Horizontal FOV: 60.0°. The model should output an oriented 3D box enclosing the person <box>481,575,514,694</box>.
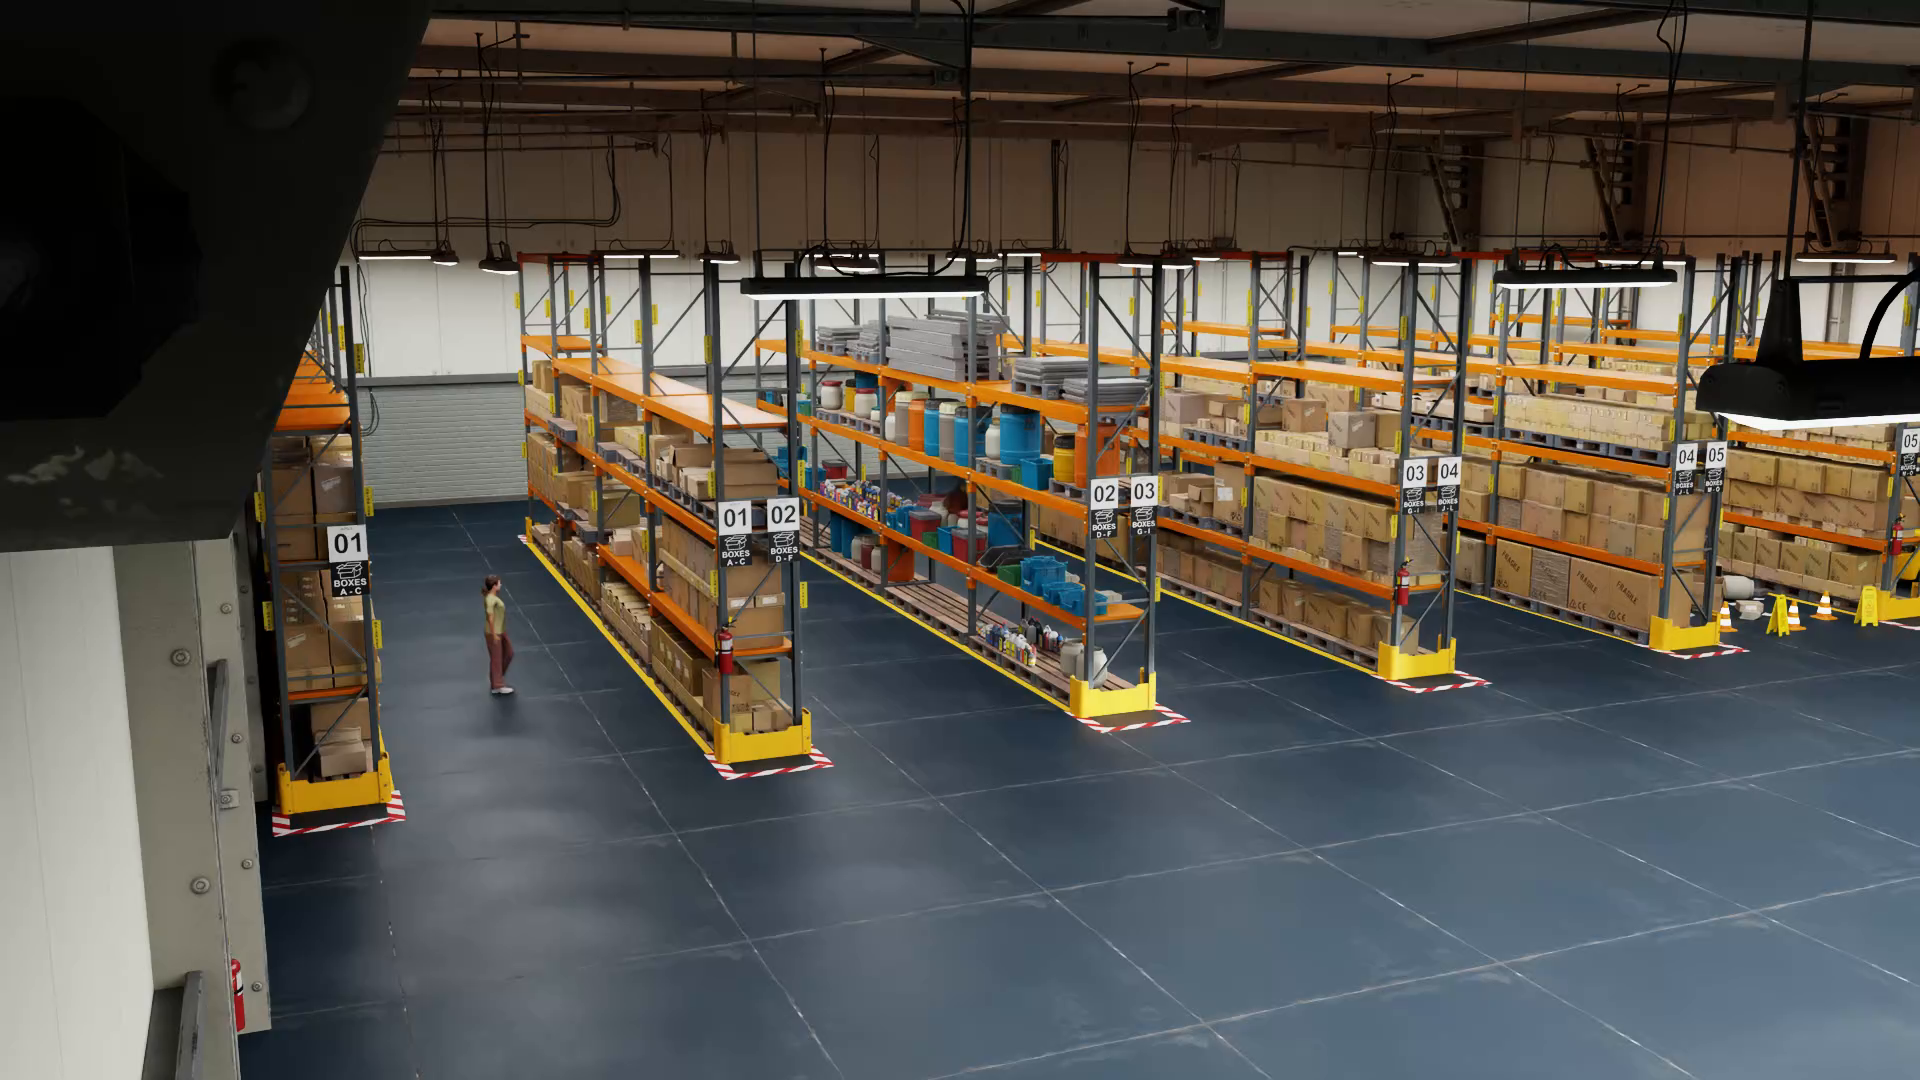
[{"bbox_3d":[-6.494,1.310,23.274,0.452,1.672,0.516,0,10,3],"label":"person"}]
